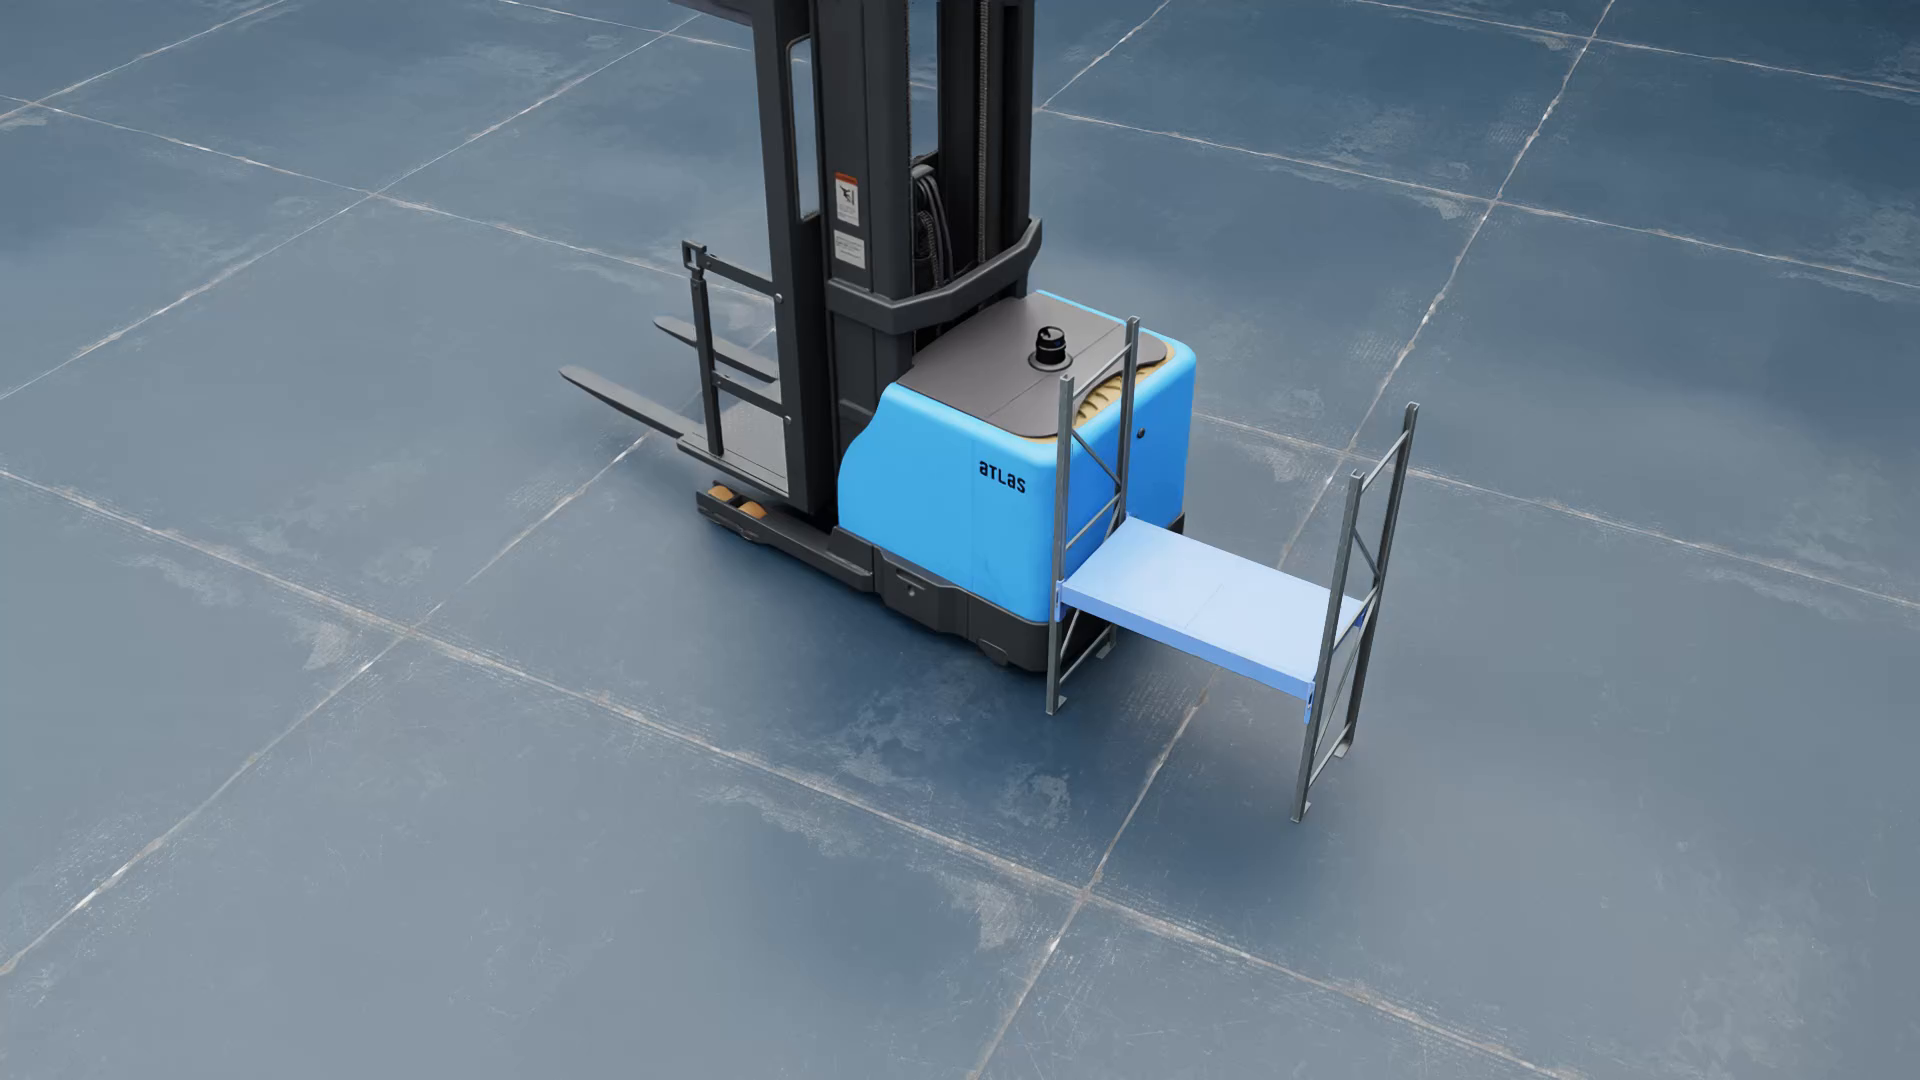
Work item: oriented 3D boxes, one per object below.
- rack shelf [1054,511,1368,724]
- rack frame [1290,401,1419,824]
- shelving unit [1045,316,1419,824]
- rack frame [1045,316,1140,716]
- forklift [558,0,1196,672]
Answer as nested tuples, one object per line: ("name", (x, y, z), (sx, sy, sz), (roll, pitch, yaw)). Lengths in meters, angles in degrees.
("rack shelf", (0.903, 0.256, 5.969), (1.000, 0.185, 0.538), (22, 42, 26))
("rack frame", (1.328, 0.282, 5.639), (0.032, 1.500, 0.500), (22, 42, 26))
("shelving unit", (0.903, 0.113, 5.860), (1.048, 1.500, 0.538), (22, 42, 26))
("rack frame", (0.478, -0.055, 6.082), (0.032, 1.500, 0.500), (22, 42, 26))
("forklift", (-0.531, -1.390, 6.657), (3.031, 2.935, 1.130), (26, 44, 30))
